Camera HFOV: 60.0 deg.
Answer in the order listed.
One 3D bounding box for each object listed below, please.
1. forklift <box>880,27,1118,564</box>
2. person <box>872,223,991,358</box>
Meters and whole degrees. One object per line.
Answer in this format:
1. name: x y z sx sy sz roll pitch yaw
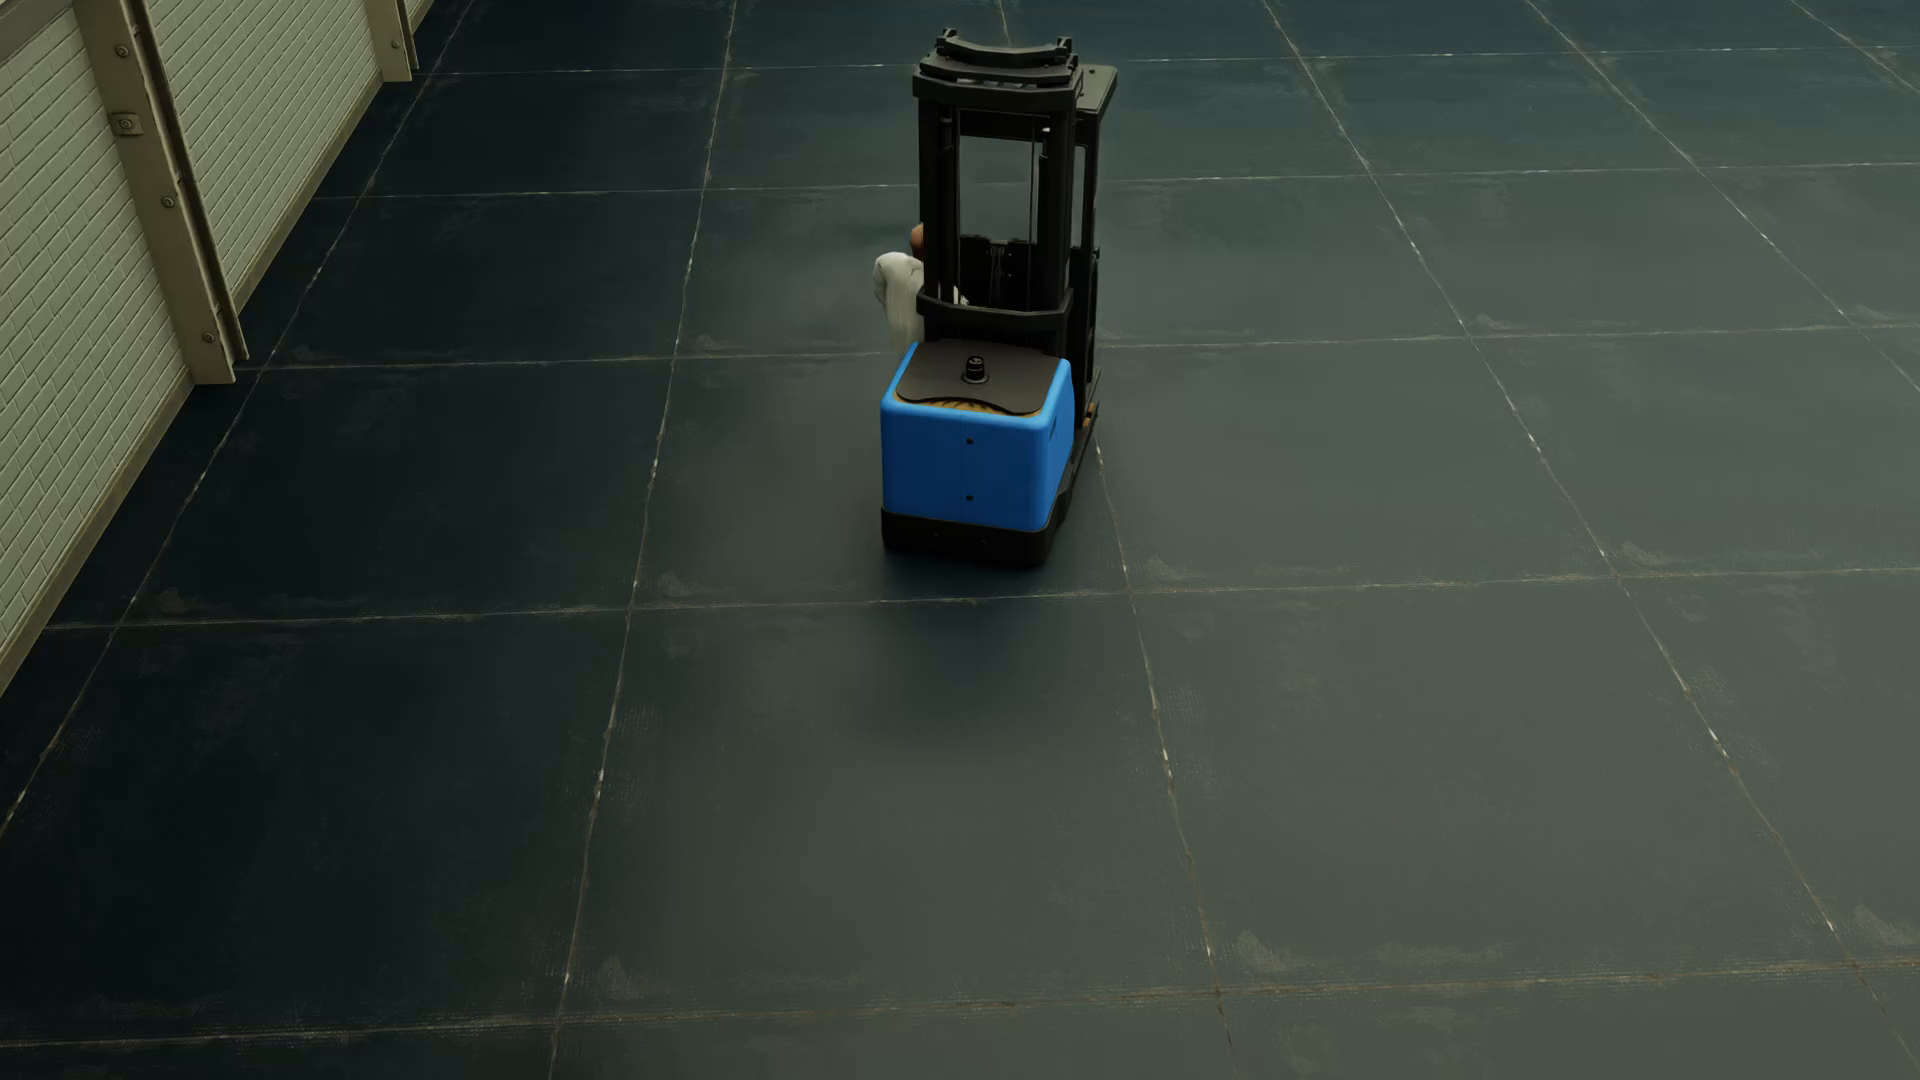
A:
1. forklift: 0.347 -1.904 10.625 1.130 2.935 3.031 8 37 11
2. person: -0.080 -1.363 10.872 0.798 1.672 0.744 29 45 33
